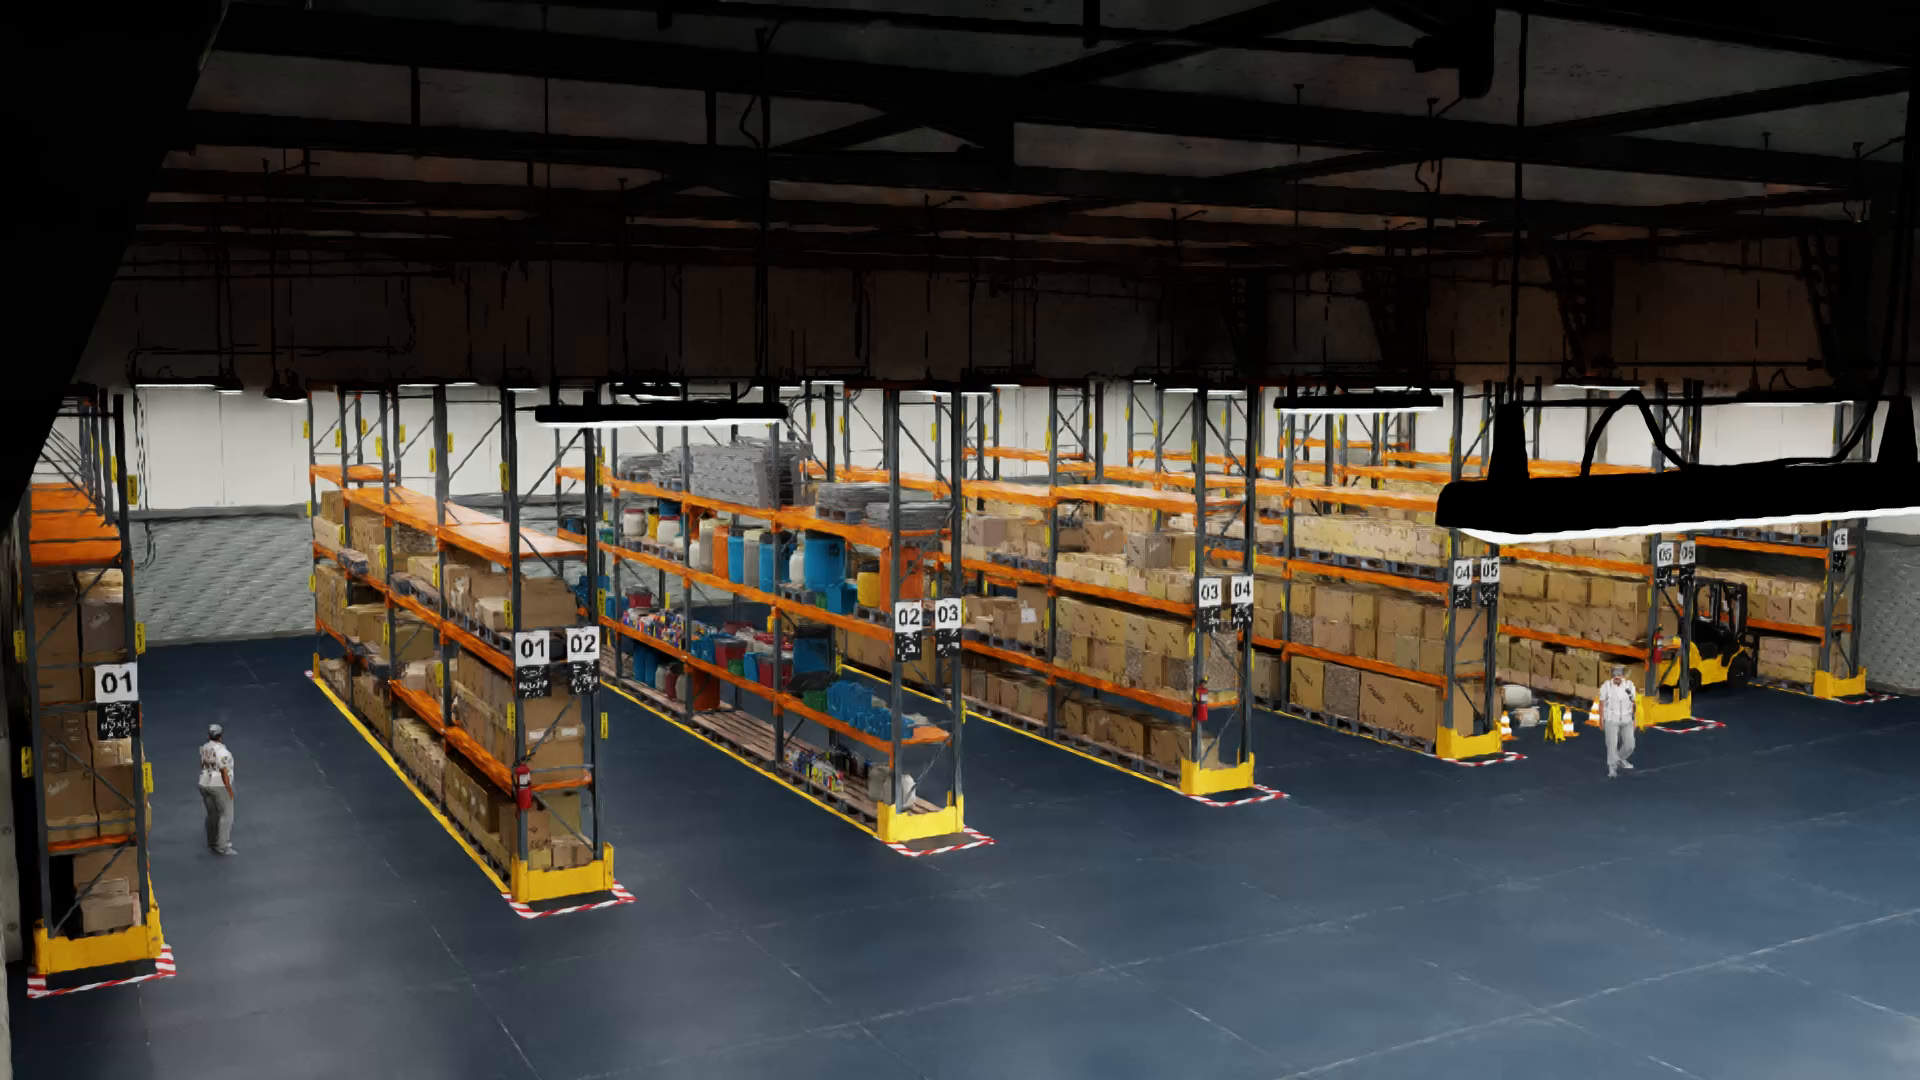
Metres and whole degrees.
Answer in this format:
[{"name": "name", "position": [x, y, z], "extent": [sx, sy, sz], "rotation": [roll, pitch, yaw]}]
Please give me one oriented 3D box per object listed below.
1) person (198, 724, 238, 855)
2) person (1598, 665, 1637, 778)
[{"name": "person", "position": [-9.620, 3.244, 21.577], "extent": [0.559, 1.727, 0.404], "rotation": [4, 7, 33]}, {"name": "person", "position": [10.112, 2.749, 25.569], "extent": [0.602, 1.749, 0.574], "rotation": [1, 6, 8]}]
